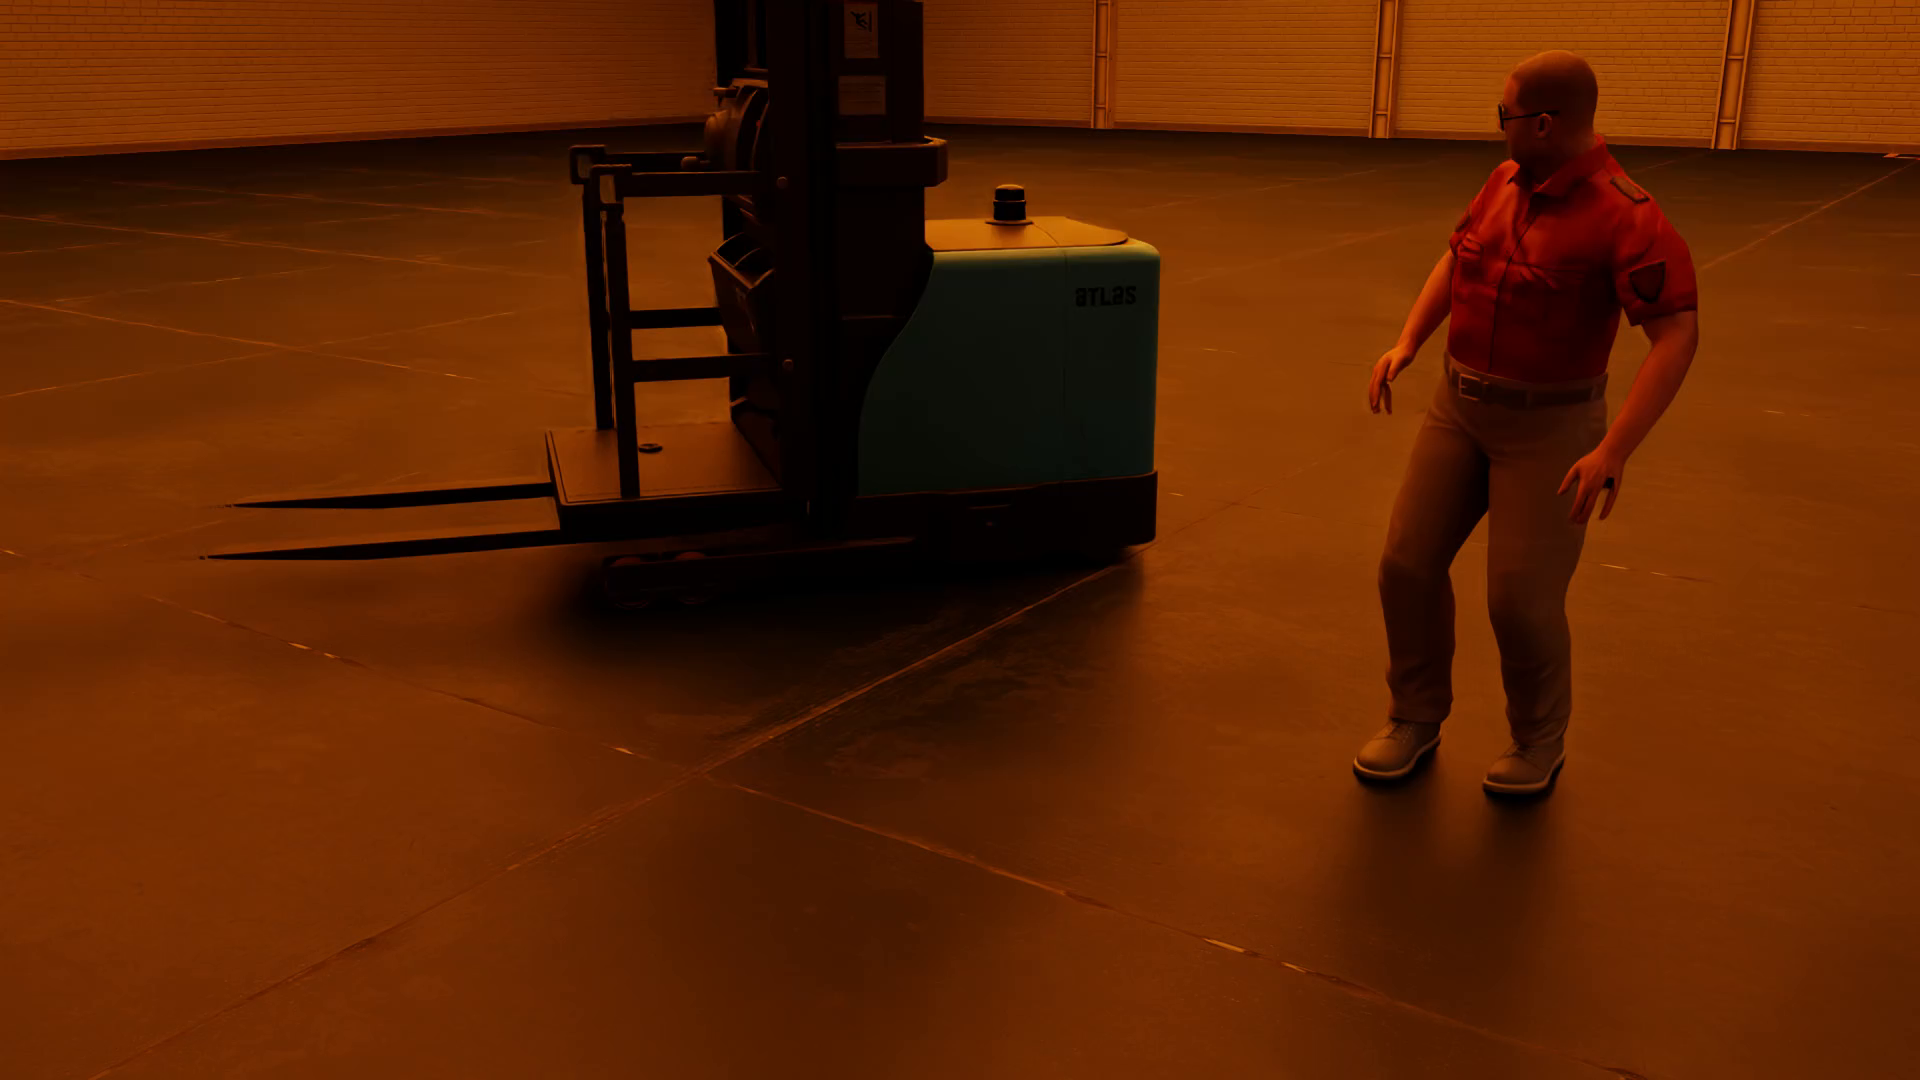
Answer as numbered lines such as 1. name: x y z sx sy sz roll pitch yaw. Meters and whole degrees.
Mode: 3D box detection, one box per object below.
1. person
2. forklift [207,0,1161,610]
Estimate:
1. person: 1.263 -0.234 3.791 0.507 1.696 0.736 -12 20 -35
2. forklift: -0.902 -1.352 5.354 3.031 2.935 1.130 -5 17 -15
